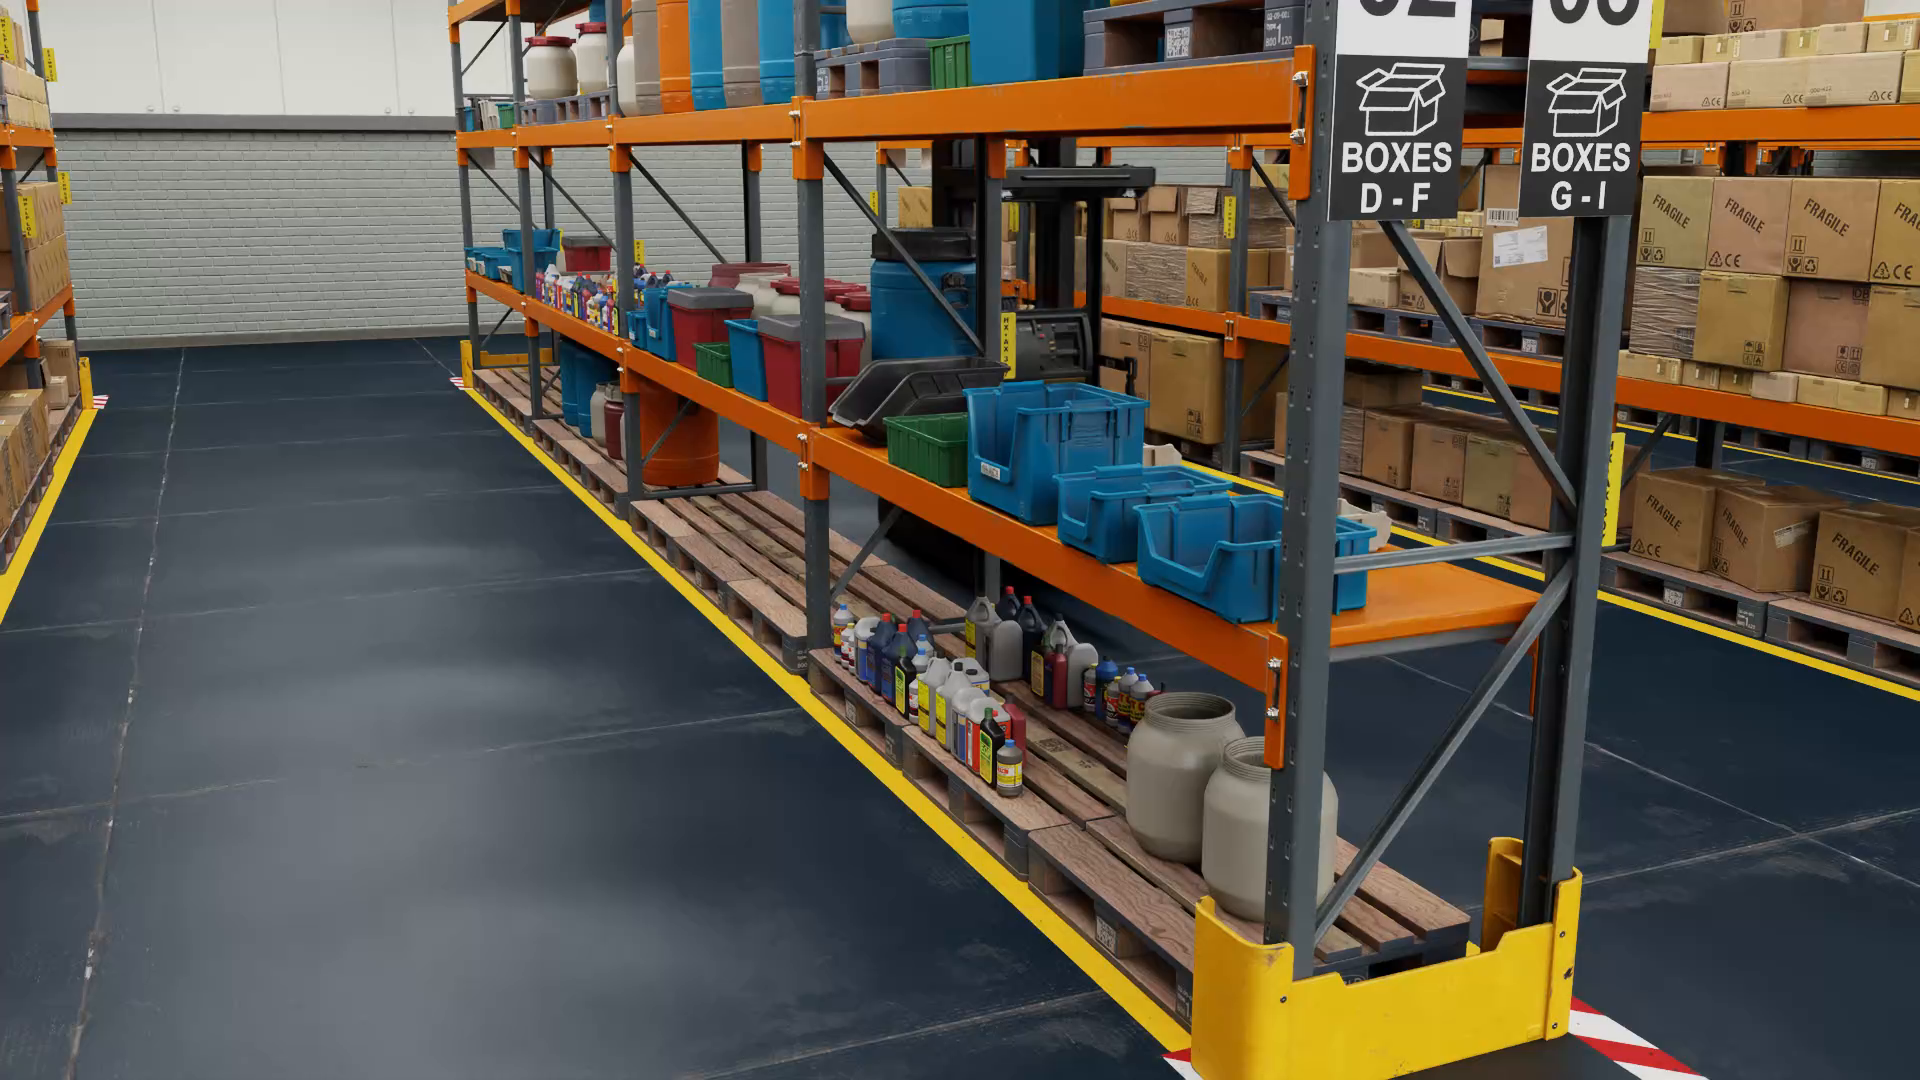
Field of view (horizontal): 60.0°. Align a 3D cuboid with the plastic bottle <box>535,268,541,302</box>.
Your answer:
[{"bbox_3d":[-3.727,-2.265,14.762,0.061,0.283,0.133,-6,14,-23],"label":"plastic bottle"}]

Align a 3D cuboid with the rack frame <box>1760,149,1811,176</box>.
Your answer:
[{"bbox_3d":[13.080,-5.054,26.554,1.000,3.000,0.127,-6,14,-23],"label":"rack frame"}]

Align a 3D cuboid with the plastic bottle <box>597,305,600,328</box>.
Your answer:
[{"bbox_3d":[-2.672,-1.691,12.466,0.097,0.201,0.097,0,13,0],"label":"plastic bottle"}]

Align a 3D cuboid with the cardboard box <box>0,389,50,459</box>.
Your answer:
[{"bbox_3d":[-7.563,-0.910,13.216,0.500,0.500,0.500,-6,14,-23],"label":"cardboard box"}]

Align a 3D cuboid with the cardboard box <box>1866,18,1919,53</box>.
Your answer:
[{"bbox_3d":[4.665,-2.452,8.108,0.380,0.149,0.250,-6,14,-24],"label":"cardboard box"}]

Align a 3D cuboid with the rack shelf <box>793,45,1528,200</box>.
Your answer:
[{"bbox_3d":[0.523,-1.481,6.059,1.077,0.370,4.000,-6,14,-23],"label":"rack shelf"}]

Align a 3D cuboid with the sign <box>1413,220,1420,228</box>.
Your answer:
[{"bbox_3d":[5.147,-3.682,18.705,0.100,0.325,0.005,-6,14,-23],"label":"sign"}]

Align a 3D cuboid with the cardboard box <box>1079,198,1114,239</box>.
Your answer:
[{"bbox_3d":[1.583,-3.147,15.867,0.797,0.503,0.637,-5,14,-22],"label":"cardboard box"}]

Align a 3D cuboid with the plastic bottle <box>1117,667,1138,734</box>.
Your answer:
[{"bbox_3d":[0.706,0.664,6.924,0.097,0.271,0.097,0,13,0],"label":"plastic bottle"}]

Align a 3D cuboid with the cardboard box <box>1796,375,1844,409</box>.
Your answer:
[{"bbox_3d":[4.594,-0.780,8.647,0.380,0.149,0.250,-6,14,-23],"label":"cardboard box"}]

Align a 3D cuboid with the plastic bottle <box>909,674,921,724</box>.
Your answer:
[{"bbox_3d":[-0.167,0.670,7.054,0.097,0.201,0.097,0,13,0],"label":"plastic bottle"}]

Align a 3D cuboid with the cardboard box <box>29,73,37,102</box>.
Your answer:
[{"bbox_3d":[-8.788,-4.158,15.252,0.500,0.250,0.500,-6,14,-23],"label":"cardboard box"}]

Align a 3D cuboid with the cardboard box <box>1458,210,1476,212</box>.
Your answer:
[{"bbox_3d":[5.673,-3.629,19.516,0.500,0.500,0.500,-6,14,-24],"label":"cardboard box"}]

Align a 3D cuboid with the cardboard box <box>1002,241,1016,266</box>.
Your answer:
[{"bbox_3d":[0.638,-3.023,17.450,0.500,0.250,0.500,-6,14,-24],"label":"cardboard box"}]

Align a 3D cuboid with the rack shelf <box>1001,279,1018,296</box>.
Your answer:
[{"bbox_3d":[0.254,-2.946,19.042,1.077,0.370,4.000,-6,14,-23],"label":"rack shelf"}]

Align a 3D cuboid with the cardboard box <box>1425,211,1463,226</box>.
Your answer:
[{"bbox_3d":[5.377,-3.560,18.404,0.380,0.149,0.250,-5,14,-20],"label":"cardboard box"}]

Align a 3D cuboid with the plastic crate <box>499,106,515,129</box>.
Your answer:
[{"bbox_3d":[-3.929,-3.854,15.188,0.450,0.188,0.662,-6,14,-23],"label":"plastic crate"}]

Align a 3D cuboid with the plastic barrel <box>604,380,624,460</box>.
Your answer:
[{"bbox_3d":[-2.544,-0.972,13.334,0.600,0.588,0.708,-6,14,-23],"label":"plastic barrel"}]

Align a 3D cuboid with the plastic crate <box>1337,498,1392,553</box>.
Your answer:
[{"bbox_3d":[1.261,-0.042,5.485,0.298,0.136,0.250,-6,14,-23],"label":"plastic crate"}]

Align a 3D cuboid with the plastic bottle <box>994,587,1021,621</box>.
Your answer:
[{"bbox_3d":[0.244,0.400,7.888,0.144,0.351,0.185,-6,14,-24],"label":"plastic bottle"}]

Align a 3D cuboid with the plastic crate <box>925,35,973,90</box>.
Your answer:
[{"bbox_3d":[0.104,-1.791,6.272,0.336,0.188,0.450,-6,14,-23],"label":"plastic crate"}]

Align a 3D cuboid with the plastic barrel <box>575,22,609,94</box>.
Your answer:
[{"bbox_3d":[-2.729,-3.694,12.795,0.433,0.535,0.433,0,13,0],"label":"plastic barrel"}]

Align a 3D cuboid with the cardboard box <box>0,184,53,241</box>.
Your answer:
[{"bbox_3d":[-8.574,-2.967,15.099,0.500,0.500,0.500,-5,14,-21],"label":"cardboard box"}]

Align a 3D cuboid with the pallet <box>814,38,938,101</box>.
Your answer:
[{"bbox_3d":[0.100,-2.012,7.178,1.213,0.211,1.003,-6,14,-23],"label":"pallet"}]

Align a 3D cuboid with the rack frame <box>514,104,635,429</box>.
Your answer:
[{"bbox_3d":[-3.483,-2.436,15.242,1.000,3.000,0.127,-6,14,-23],"label":"rack frame"}]

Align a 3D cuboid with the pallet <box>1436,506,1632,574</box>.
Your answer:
[{"bbox_3d":[3.947,-0.033,11.043,1.003,0.211,1.213,-6,14,-23],"label":"pallet"}]

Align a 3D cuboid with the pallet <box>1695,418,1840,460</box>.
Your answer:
[{"bbox_3d":[7.490,-0.956,15.031,1.003,0.211,1.213,-6,14,-23],"label":"pallet"}]

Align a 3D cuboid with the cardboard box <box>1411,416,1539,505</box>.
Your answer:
[{"bbox_3d":[3.636,-0.572,11.755,0.700,0.500,0.500,-7,15,-28],"label":"cardboard box"}]

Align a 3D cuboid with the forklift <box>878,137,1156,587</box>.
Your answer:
[{"bbox_3d":[0.484,-1.229,10.181,1.130,2.935,3.031,-6,14,-23],"label":"forklift"}]

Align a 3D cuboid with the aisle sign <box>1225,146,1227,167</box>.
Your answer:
[{"bbox_3d":[3.734,-5.391,22.246,0.394,0.787,0.004,-6,14,-23],"label":"aisle sign"}]

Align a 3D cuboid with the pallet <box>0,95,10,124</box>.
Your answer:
[{"bbox_3d":[-7.826,-3.218,12.386,1.213,0.211,1.003,-6,14,-23],"label":"pallet"}]

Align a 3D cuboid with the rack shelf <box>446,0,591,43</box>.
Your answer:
[{"bbox_3d":[-4.284,-5.227,16.477,1.077,0.370,4.000,-6,14,-23],"label":"rack shelf"}]

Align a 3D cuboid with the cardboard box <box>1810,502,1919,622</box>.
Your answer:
[{"bbox_3d":[4.941,0.108,8.864,0.500,0.500,0.500,-7,15,-28],"label":"cardboard box"}]

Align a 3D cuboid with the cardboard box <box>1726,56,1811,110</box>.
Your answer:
[{"bbox_3d":[4.422,-2.394,8.741,0.500,0.250,0.500,-6,14,-23],"label":"cardboard box"}]

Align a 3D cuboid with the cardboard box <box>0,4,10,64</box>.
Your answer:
[{"bbox_3d":[-8.323,-4.200,13.771,0.700,0.500,0.500,-6,14,-23],"label":"cardboard box"}]

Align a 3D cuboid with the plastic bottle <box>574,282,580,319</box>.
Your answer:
[{"bbox_3d":[-3.019,-1.900,13.184,0.061,0.283,0.133,-6,14,-23],"label":"plastic bottle"}]

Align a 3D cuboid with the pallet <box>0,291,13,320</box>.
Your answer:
[{"bbox_3d":[-7.803,-1.721,12.578,1.003,0.211,1.213,-6,14,-23],"label":"pallet"}]

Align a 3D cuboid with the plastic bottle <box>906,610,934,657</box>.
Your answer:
[{"bbox_3d":[-0.203,0.484,7.524,0.144,0.351,0.185,-6,14,-23],"label":"plastic bottle"}]

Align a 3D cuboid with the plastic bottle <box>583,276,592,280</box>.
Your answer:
[{"bbox_3d":[-3.136,-2.068,13.927,0.152,0.276,0.135,-6,14,-23],"label":"plastic bottle"}]

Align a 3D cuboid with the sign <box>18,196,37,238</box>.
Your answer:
[{"bbox_3d":[-7.516,-2.604,13.402,0.100,0.325,0.005,-6,14,-23],"label":"sign"}]

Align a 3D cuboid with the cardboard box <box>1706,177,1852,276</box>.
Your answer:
[{"bbox_3d":[4.409,-1.692,8.930,0.500,0.500,0.500,-6,14,-23],"label":"cardboard box"}]

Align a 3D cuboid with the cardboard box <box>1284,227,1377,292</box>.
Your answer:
[{"bbox_3d":[2.911,-2.202,13.080,0.500,0.500,0.500,-8,15,-30],"label":"cardboard box"}]

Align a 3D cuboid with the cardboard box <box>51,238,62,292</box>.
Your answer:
[{"bbox_3d":[-8.790,-2.586,15.669,0.500,0.500,0.500,-6,14,-23],"label":"cardboard box"}]

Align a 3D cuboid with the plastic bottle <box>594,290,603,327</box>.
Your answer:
[{"bbox_3d":[-2.711,-1.745,12.545,0.097,0.271,0.097,0,13,0],"label":"plastic bottle"}]

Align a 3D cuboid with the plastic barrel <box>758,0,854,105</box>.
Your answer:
[{"bbox_3d":[-0.681,-2.574,8.076,0.600,0.901,0.708,-6,14,-23],"label":"plastic barrel"}]

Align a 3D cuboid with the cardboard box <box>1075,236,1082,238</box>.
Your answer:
[{"bbox_3d":[1.213,-2.711,16.207,0.500,0.500,0.500,-6,14,-23],"label":"cardboard box"}]

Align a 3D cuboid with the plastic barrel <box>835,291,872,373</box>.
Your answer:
[{"bbox_3d":[-0.460,-1.067,9.025,0.433,0.535,0.433,0,13,0],"label":"plastic barrel"}]

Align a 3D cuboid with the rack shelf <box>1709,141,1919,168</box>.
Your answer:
[{"bbox_3d":[8.044,-3.182,13.408,1.077,0.370,4.000,-6,14,-23],"label":"rack shelf"}]

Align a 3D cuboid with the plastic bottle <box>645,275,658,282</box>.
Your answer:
[{"bbox_3d":[-2.626,-2.116,14.134,0.152,0.276,0.135,-6,14,-23],"label":"plastic bottle"}]

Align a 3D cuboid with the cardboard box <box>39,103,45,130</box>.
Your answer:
[{"bbox_3d":[-8.987,-4.017,15.756,0.500,0.250,0.500,-6,14,-23],"label":"cardboard box"}]

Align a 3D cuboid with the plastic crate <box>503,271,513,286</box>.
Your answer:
[{"bbox_3d":[-4.177,-2.538,16.161,0.437,0.125,0.590,-6,14,-23],"label":"plastic crate"}]

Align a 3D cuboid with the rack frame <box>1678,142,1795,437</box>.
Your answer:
[{"bbox_3d":[7.243,-2.484,15.450,1.000,3.000,0.127,-6,14,-23],"label":"rack frame"}]
